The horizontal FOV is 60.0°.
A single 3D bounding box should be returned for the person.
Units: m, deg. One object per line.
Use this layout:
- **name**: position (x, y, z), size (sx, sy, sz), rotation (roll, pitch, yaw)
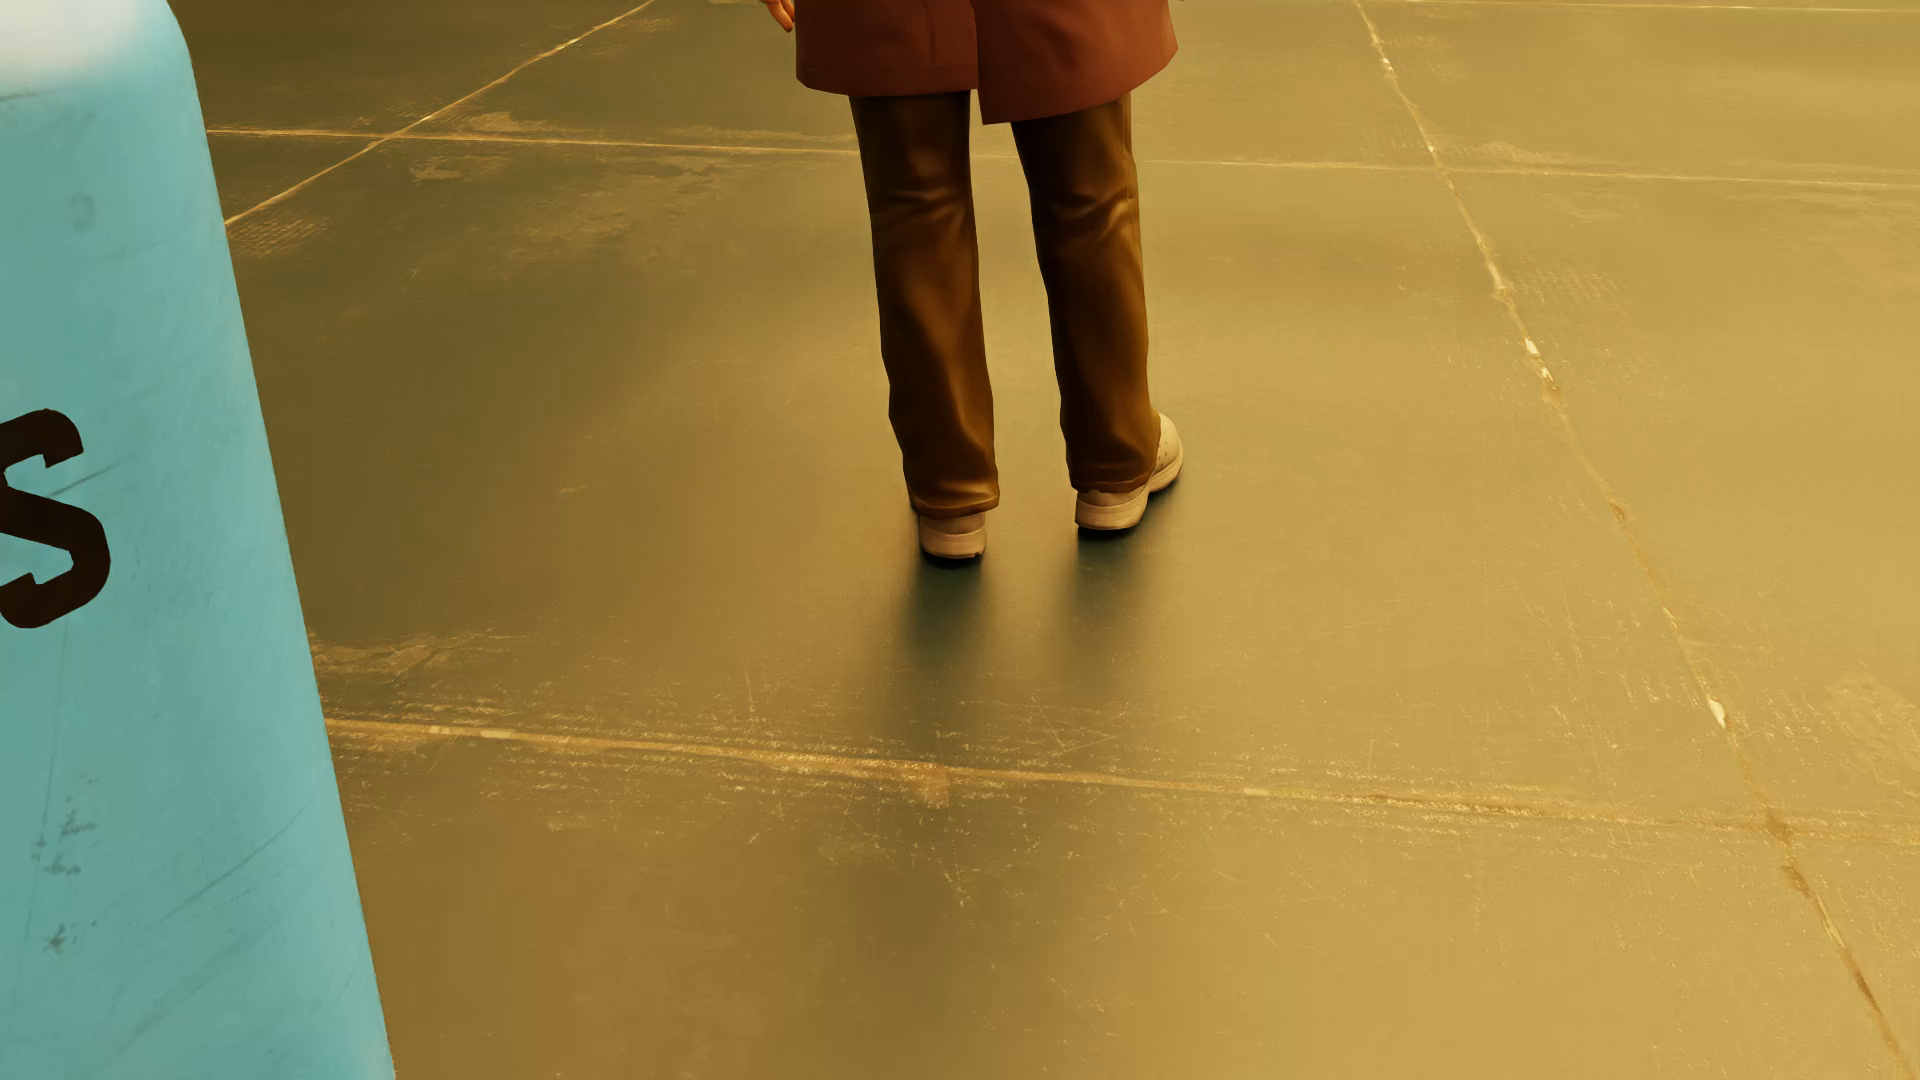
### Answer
- **person**: position (0.017, -0.842, 2.180), size (0.694, 1.776, 0.582), rotation (3, 27, 7)
